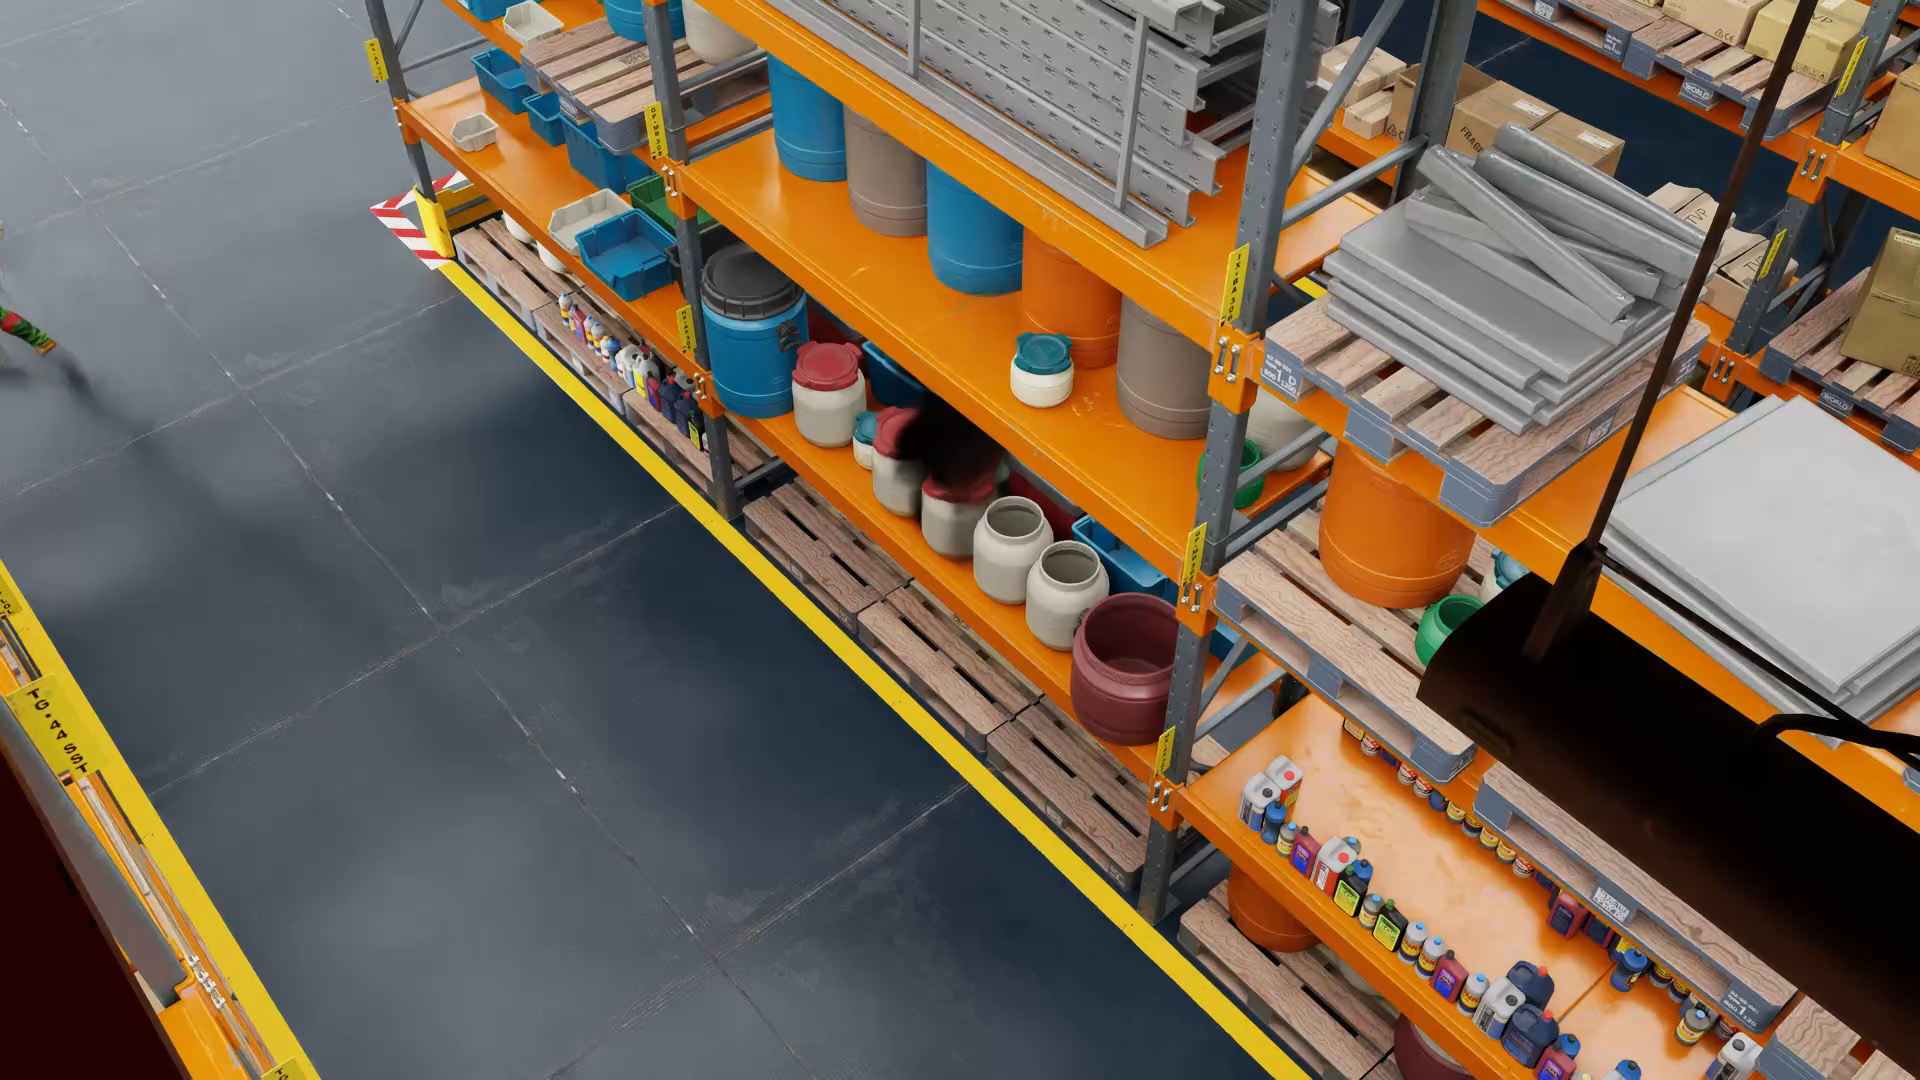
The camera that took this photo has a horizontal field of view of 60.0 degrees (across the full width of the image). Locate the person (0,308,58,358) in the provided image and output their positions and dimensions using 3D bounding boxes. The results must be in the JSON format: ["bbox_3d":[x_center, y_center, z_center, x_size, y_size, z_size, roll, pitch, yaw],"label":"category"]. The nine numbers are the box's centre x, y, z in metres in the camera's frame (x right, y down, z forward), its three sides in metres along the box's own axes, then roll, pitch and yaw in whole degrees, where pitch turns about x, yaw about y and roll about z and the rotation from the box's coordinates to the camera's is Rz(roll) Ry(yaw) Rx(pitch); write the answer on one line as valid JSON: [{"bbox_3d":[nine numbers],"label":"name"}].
[{"bbox_3d":[-7.055,-1.767,11.424,0.986,1.751,0.716,11,47,10],"label":"person"}]
